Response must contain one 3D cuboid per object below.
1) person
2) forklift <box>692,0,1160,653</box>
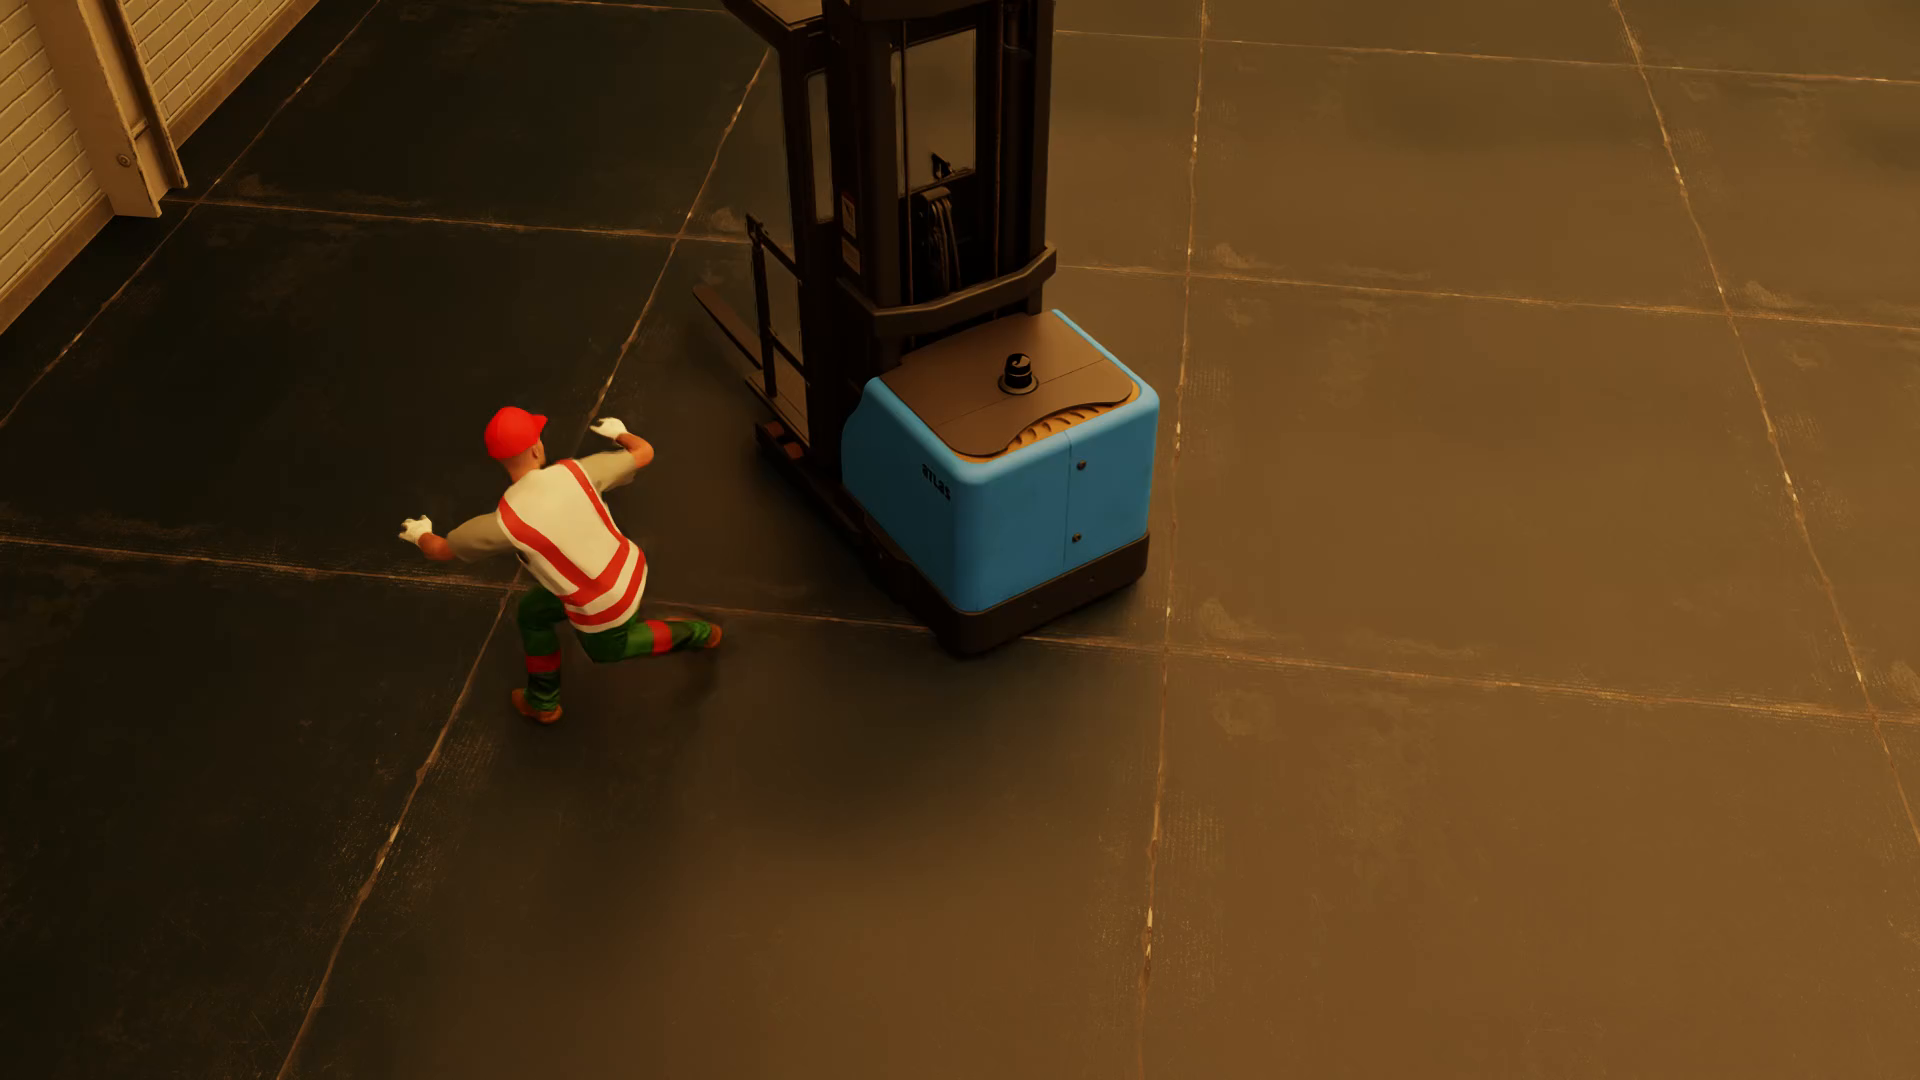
[{"bbox_3d":[-1.632,0.027,6.760,1.147,1.549,0.911,9,43,9],"label":"person"},{"bbox_3d":[-0.362,-1.557,7.419,1.130,2.935,3.031,-24,48,-24],"label":"forklift"}]
